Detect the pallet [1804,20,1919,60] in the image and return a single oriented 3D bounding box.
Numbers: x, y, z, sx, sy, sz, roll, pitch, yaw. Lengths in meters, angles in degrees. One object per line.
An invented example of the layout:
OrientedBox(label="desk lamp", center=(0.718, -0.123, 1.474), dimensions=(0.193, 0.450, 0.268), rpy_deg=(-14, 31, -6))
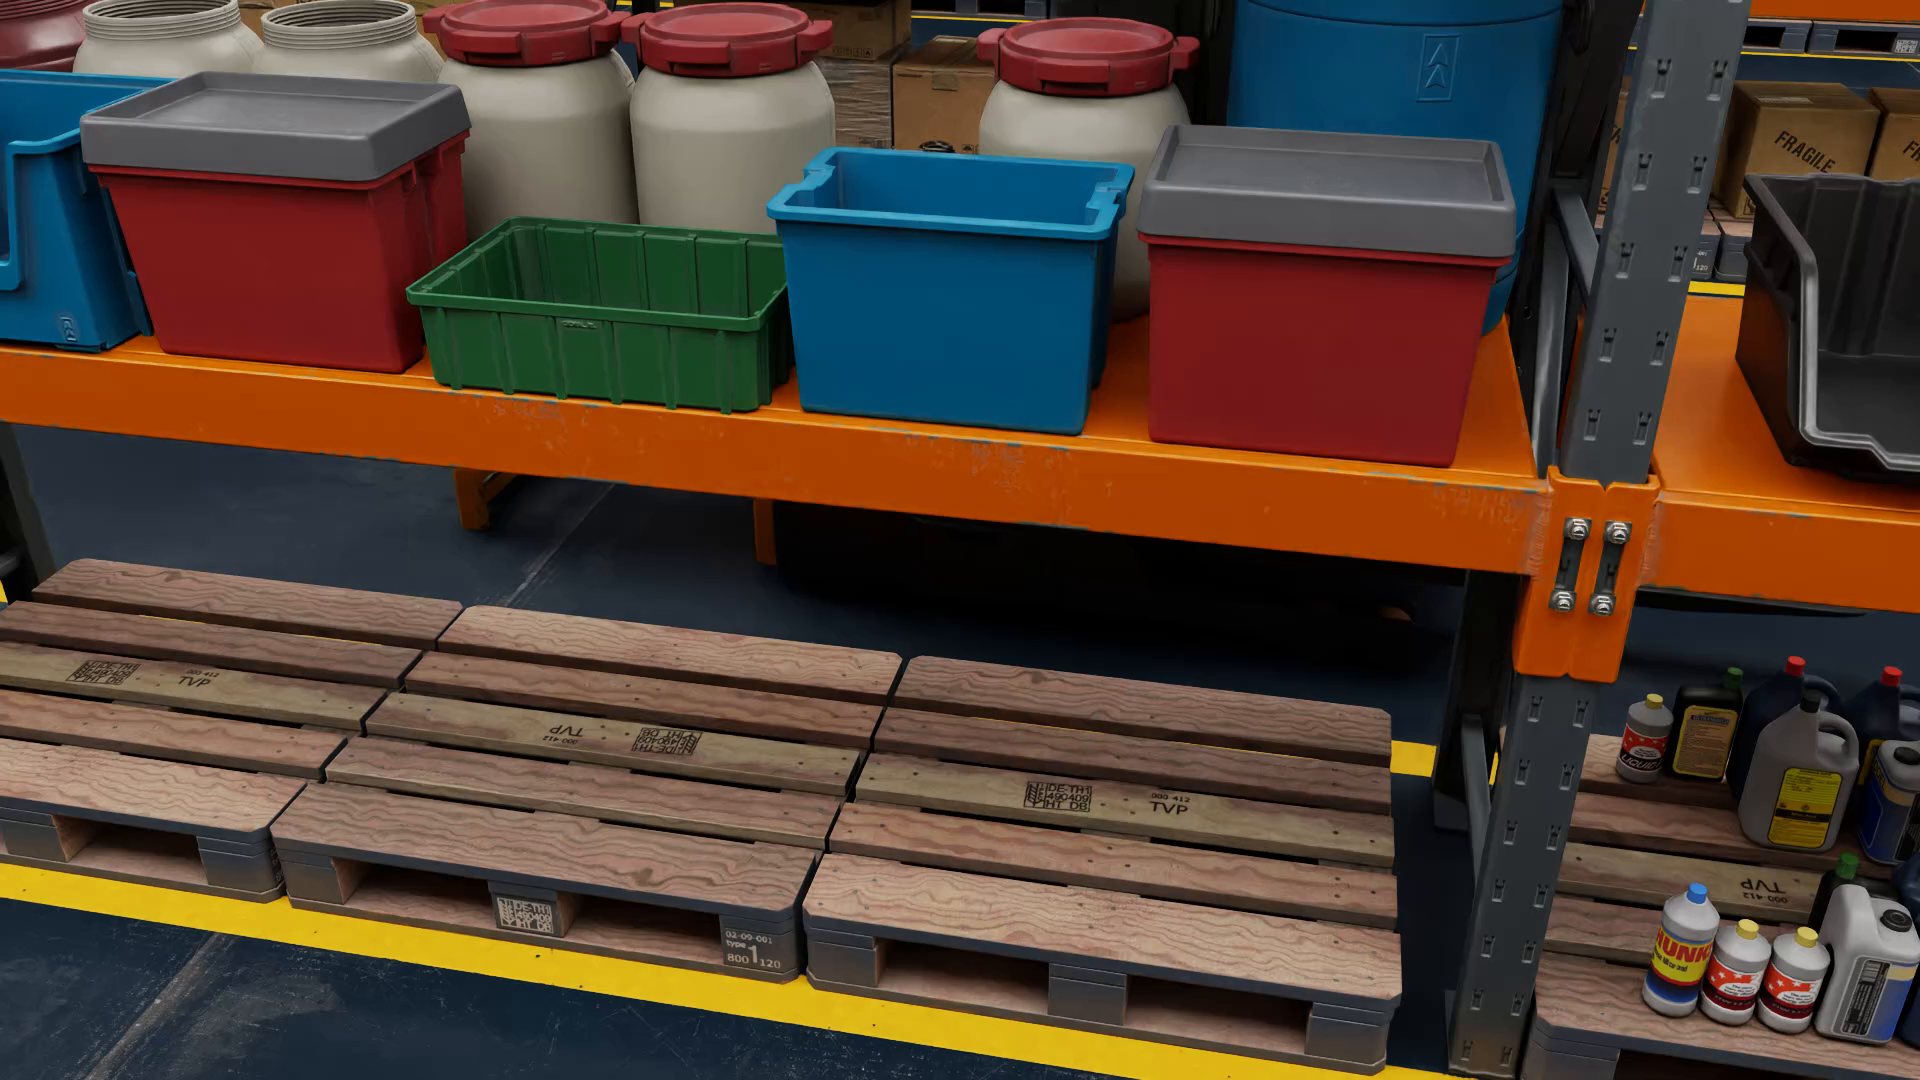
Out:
OrientedBox(label="pallet", center=(6.420, -3.547, 11.509), dimensions=(1.213, 0.211, 1.003), rpy_deg=(6, 29, 11))

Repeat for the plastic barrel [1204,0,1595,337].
OrientedBox(label="plastic barrel", center=(0.823, -0.883, 3.218), dimensions=(0.708, 0.901, 0.600), rpy_deg=(6, 29, 11))

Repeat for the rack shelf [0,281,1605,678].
OrientedBox(label="rack shelf", center=(-0.818, -0.367, 3.546), dimensions=(4.000, 0.370, 1.077), rpy_deg=(6, 29, 11))

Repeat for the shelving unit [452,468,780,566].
OrientedBox(label="shelving unit", center=(-1.010, -0.774, 5.102), dimensions=(1.083, 1.500, 0.587), rpy_deg=(6, 29, 12))

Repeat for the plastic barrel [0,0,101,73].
OrientedBox(label="plastic barrel", center=(-2.257, -1.039, 3.882), dimensions=(0.708, 0.536, 0.600), rpy_deg=(6, 29, 11))

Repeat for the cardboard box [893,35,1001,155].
OrientedBox(label="cardboard box", center=(0.021, -2.145, 8.189), dimensions=(0.500, 0.500, 0.700), rpy_deg=(8, 30, 15))

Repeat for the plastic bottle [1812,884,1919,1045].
OrientedBox(label="plastic bottle", center=(1.680, 0.777, 3.086), dimensions=(0.135, 0.276, 0.152), rpy_deg=(7, 29, 12))

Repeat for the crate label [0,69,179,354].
OrientedBox(label="crate label", center=(-1.859, -0.672, 3.317), dimensions=(0.616, 0.435, 0.502), rpy_deg=(6, 29, 11))

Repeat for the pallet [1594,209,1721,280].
OrientedBox(label="pallet", center=(2.836, -1.534, 7.833), dimensions=(1.213, 0.211, 1.003), rpy_deg=(6, 29, 11))

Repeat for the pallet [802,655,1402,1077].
OrientedBox(label="pallet", center=(0.362, 0.680, 3.787), dimensions=(1.213, 0.211, 1.003), rpy_deg=(6, 29, 11))

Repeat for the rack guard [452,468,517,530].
OrientedBox(label="rack guard", center=(-1.494, -0.280, 5.502), dimensions=(0.087, 0.250, 0.587), rpy_deg=(6, 29, 12))

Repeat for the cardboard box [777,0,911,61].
OrientedBox(label="cardboard box", center=(-0.557, -2.533, 8.118), dimensions=(0.500, 0.250, 0.500), rpy_deg=(9, 30, 16))

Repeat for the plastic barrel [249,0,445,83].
OrientedBox(label="plastic barrel", center=(-1.311, -0.887, 3.631), dimensions=(0.421, 0.512, 0.421), rpy_deg=(0, 29, 0))

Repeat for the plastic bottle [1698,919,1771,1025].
OrientedBox(label="plastic bottle", center=(1.457, 0.800, 3.121), dimensions=(0.097, 0.201, 0.097), rpy_deg=(0, 29, 0))

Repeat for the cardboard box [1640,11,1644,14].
OrientedBox(label="cardboard box", center=(4.789, -4.195, 11.565), dimensions=(0.875, 0.875, 0.875), rpy_deg=(6, 29, 11))

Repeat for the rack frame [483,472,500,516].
OrientedBox(label="rack frame", center=(-1.496, -0.829, 5.202), dimensions=(0.032, 1.500, 0.500), rpy_deg=(6, 29, 12))

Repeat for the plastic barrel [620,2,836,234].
OrientedBox(label="plastic barrel", center=(-0.470, -0.814, 3.472), dimensions=(0.433, 0.535, 0.433), rpy_deg=(0, 29, 0))

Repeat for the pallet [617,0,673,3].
OrientedBox(label="pallet", center=(-2.559, -4.508, 13.264), dimensions=(1.213, 0.211, 1.003), rpy_deg=(6, 29, 11))

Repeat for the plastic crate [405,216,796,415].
OrientedBox(label="plastic crate", center=(-0.624, -0.431, 3.135), dimensions=(0.662, 0.188, 0.450), rpy_deg=(6, 29, 11))

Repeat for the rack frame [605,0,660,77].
OrientedBox(label="rack frame", center=(-1.740, -3.209, 7.989), dimensions=(0.127, 3.000, 1.000), rpy_deg=(6, 29, 11))

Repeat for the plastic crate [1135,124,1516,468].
OrientedBox(label="plastic crate", center=(0.600, -0.415, 2.818), dimensions=(0.583, 0.464, 0.402), rpy_deg=(6, 29, 11))

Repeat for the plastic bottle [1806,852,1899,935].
OrientedBox(label="plastic bottle", center=(1.701, 0.724, 3.175), dimensions=(0.133, 0.283, 0.061), rpy_deg=(6, 29, 11))

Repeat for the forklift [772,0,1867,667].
OrientedBox(label="forklift", center=(1.018, -1.216, 4.418), dimensions=(3.031, 2.935, 1.130), rpy_deg=(6, 29, 12))

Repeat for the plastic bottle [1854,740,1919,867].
OrientedBox(label="plastic bottle", center=(2.009, 0.540, 3.518), dimensions=(0.135, 0.276, 0.152), rpy_deg=(6, 29, 11))

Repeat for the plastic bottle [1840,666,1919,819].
OrientedBox(label="plastic bottle", center=(2.015, 0.435, 3.632), dimensions=(0.185, 0.351, 0.144), rpy_deg=(4, 29, 8))

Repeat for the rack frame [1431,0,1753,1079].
OrientedBox(label="rack frame", center=(1.138, -0.482, 3.007), dimensions=(0.127, 3.000, 1.000), rpy_deg=(6, 29, 11))

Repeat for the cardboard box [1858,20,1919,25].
OrientedBox(label="cardboard box", center=(6.542, -4.016, 11.236), dimensions=(0.875, 0.875, 0.875), rpy_deg=(6, 29, 11))

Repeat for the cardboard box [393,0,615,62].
OrientedBox(label="cardboard box", center=(-2.410, -2.541, 8.542), dimensions=(0.875, 0.875, 1.225), rpy_deg=(5, 29, 8))

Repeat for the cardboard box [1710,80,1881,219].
OrientedBox(label="cardboard box", center=(3.740, -1.758, 7.503), dimensions=(0.500, 0.500, 0.500), rpy_deg=(3, 29, 6))

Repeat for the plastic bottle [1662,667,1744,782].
OrientedBox(label="plastic bottle", center=(1.677, 0.410, 3.749), dimensions=(0.133, 0.283, 0.061), rpy_deg=(7, 30, 13))

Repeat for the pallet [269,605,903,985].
OrientedBox(label="pallet", center=(-0.835, 0.559, 4.009), dimensions=(1.213, 0.211, 1.003), rpy_deg=(6, 29, 11))
